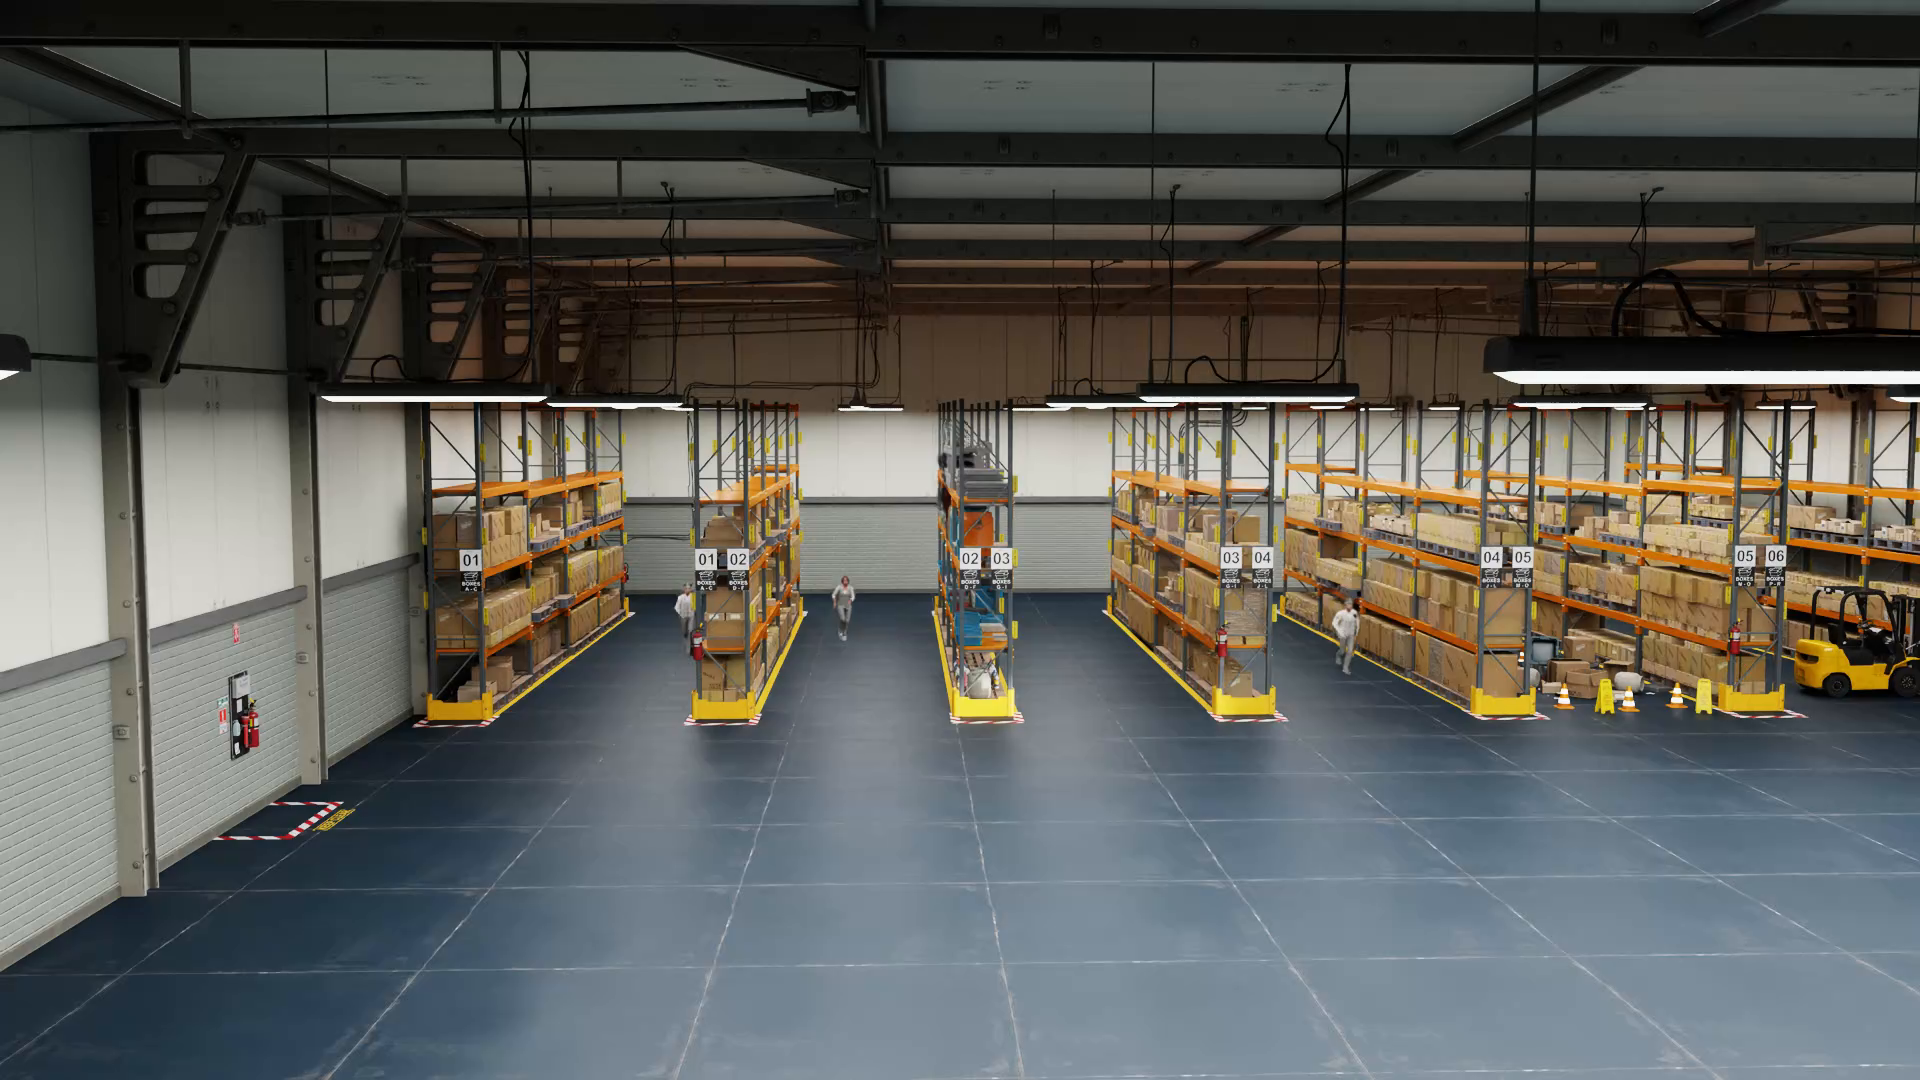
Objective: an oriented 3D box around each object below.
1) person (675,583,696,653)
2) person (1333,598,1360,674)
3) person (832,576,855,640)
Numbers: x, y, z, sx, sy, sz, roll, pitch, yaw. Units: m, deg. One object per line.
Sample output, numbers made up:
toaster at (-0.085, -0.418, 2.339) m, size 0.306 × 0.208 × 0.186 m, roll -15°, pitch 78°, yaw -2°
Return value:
person at (-6.553, 1.868, 40.108) m, size 0.627 × 1.698 × 0.761 m, roll -1°, pitch 4°, yaw -9°
person at (8.576, 2.105, 36.902) m, size 0.644 × 1.676 × 0.748 m, roll -1°, pitch 4°, yaw -8°
person at (-2.766, 1.630, 39.755) m, size 0.505 × 1.557 × 0.690 m, roll -1°, pitch 4°, yaw -15°
